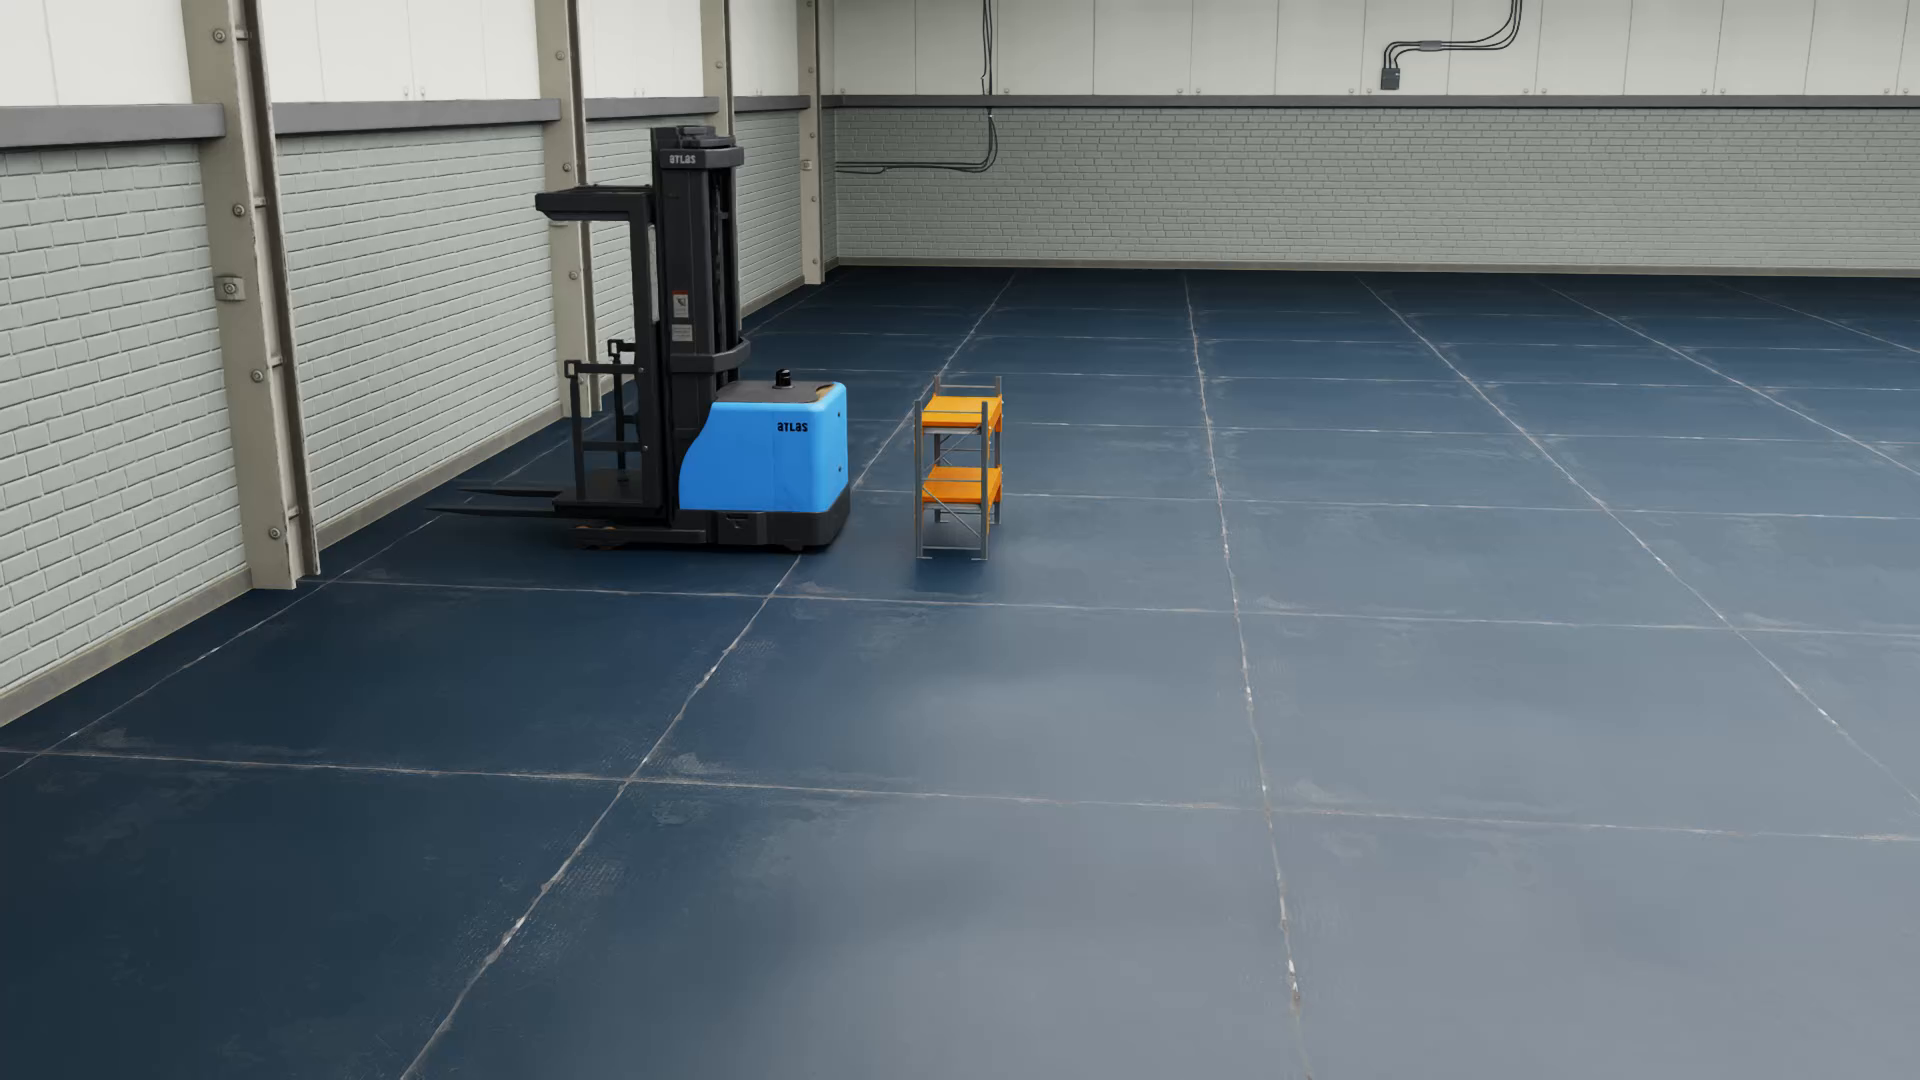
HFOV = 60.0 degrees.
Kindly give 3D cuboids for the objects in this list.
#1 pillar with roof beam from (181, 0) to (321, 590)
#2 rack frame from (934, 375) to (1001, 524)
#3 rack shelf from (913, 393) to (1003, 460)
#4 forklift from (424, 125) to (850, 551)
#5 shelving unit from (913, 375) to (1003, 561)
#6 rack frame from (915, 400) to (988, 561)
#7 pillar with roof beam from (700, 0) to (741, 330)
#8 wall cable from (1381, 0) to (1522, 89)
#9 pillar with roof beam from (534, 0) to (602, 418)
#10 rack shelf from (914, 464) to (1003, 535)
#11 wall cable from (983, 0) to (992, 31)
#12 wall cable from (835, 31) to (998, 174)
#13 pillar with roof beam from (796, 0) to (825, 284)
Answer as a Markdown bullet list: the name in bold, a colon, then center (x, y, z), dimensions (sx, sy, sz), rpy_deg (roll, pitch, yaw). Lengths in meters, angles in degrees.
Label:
- **pillar with roof beam**: center (-0.253, -3.947, 9.518), dimensions (9.100, 9.000, 0.400), rpy_deg (2, 15, 6)
- **rack frame**: center (0.057, -0.673, 12.496), dimensions (0.500, 1.125, 0.032), rpy_deg (2, 15, 6)
- **rack shelf**: center (-0.001, -0.824, 11.932), dimensions (0.538, 0.278, 1.000), rpy_deg (2, 15, 6)
- **forklift**: center (-2.385, -1.478, 12.015), dimensions (3.031, 2.935, 1.130), rpy_deg (2, 15, 6)
- **shelving unit**: center (-0.001, -0.541, 12.009), dimensions (0.538, 1.125, 1.048), rpy_deg (2, 15, 6)
- **rack frame**: center (-0.058, -0.409, 11.521), dimensions (0.500, 1.125, 0.032), rpy_deg (2, 15, 6)
- **pillar with roof beam**: center (1.101, -7.059, 21.028), dimensions (9.100, 9.000, 0.400), rpy_deg (2, 15, 6)
- **wall cable**: center (8.578, -10.825, 28.440), dimensions (2.305, 6.003, 0.169), rpy_deg (2, 15, 6)
- **pillar with roof beam**: center (0.424, -5.503, 15.273), dimensions (9.100, 9.000, 0.400), rpy_deg (2, 15, 6)
- **rack shelf**: center (-0.001, -0.305, 12.073), dimensions (0.538, 0.278, 1.000), rpy_deg (2, 15, 6)
- **wall cable**: center (1.835, -10.326, 29.385), dimensions (3.097, 2.526, 0.112), rpy_deg (2, 15, 6)
- **wall cable**: center (-0.853, -7.968, 30.339), dimensions (3.097, 2.526, 0.112), rpy_deg (2, 15, 6)
- **pillar with roof beam**: center (1.778, -8.615, 26.783), dimensions (9.100, 9.000, 0.400), rpy_deg (2, 15, 6)
